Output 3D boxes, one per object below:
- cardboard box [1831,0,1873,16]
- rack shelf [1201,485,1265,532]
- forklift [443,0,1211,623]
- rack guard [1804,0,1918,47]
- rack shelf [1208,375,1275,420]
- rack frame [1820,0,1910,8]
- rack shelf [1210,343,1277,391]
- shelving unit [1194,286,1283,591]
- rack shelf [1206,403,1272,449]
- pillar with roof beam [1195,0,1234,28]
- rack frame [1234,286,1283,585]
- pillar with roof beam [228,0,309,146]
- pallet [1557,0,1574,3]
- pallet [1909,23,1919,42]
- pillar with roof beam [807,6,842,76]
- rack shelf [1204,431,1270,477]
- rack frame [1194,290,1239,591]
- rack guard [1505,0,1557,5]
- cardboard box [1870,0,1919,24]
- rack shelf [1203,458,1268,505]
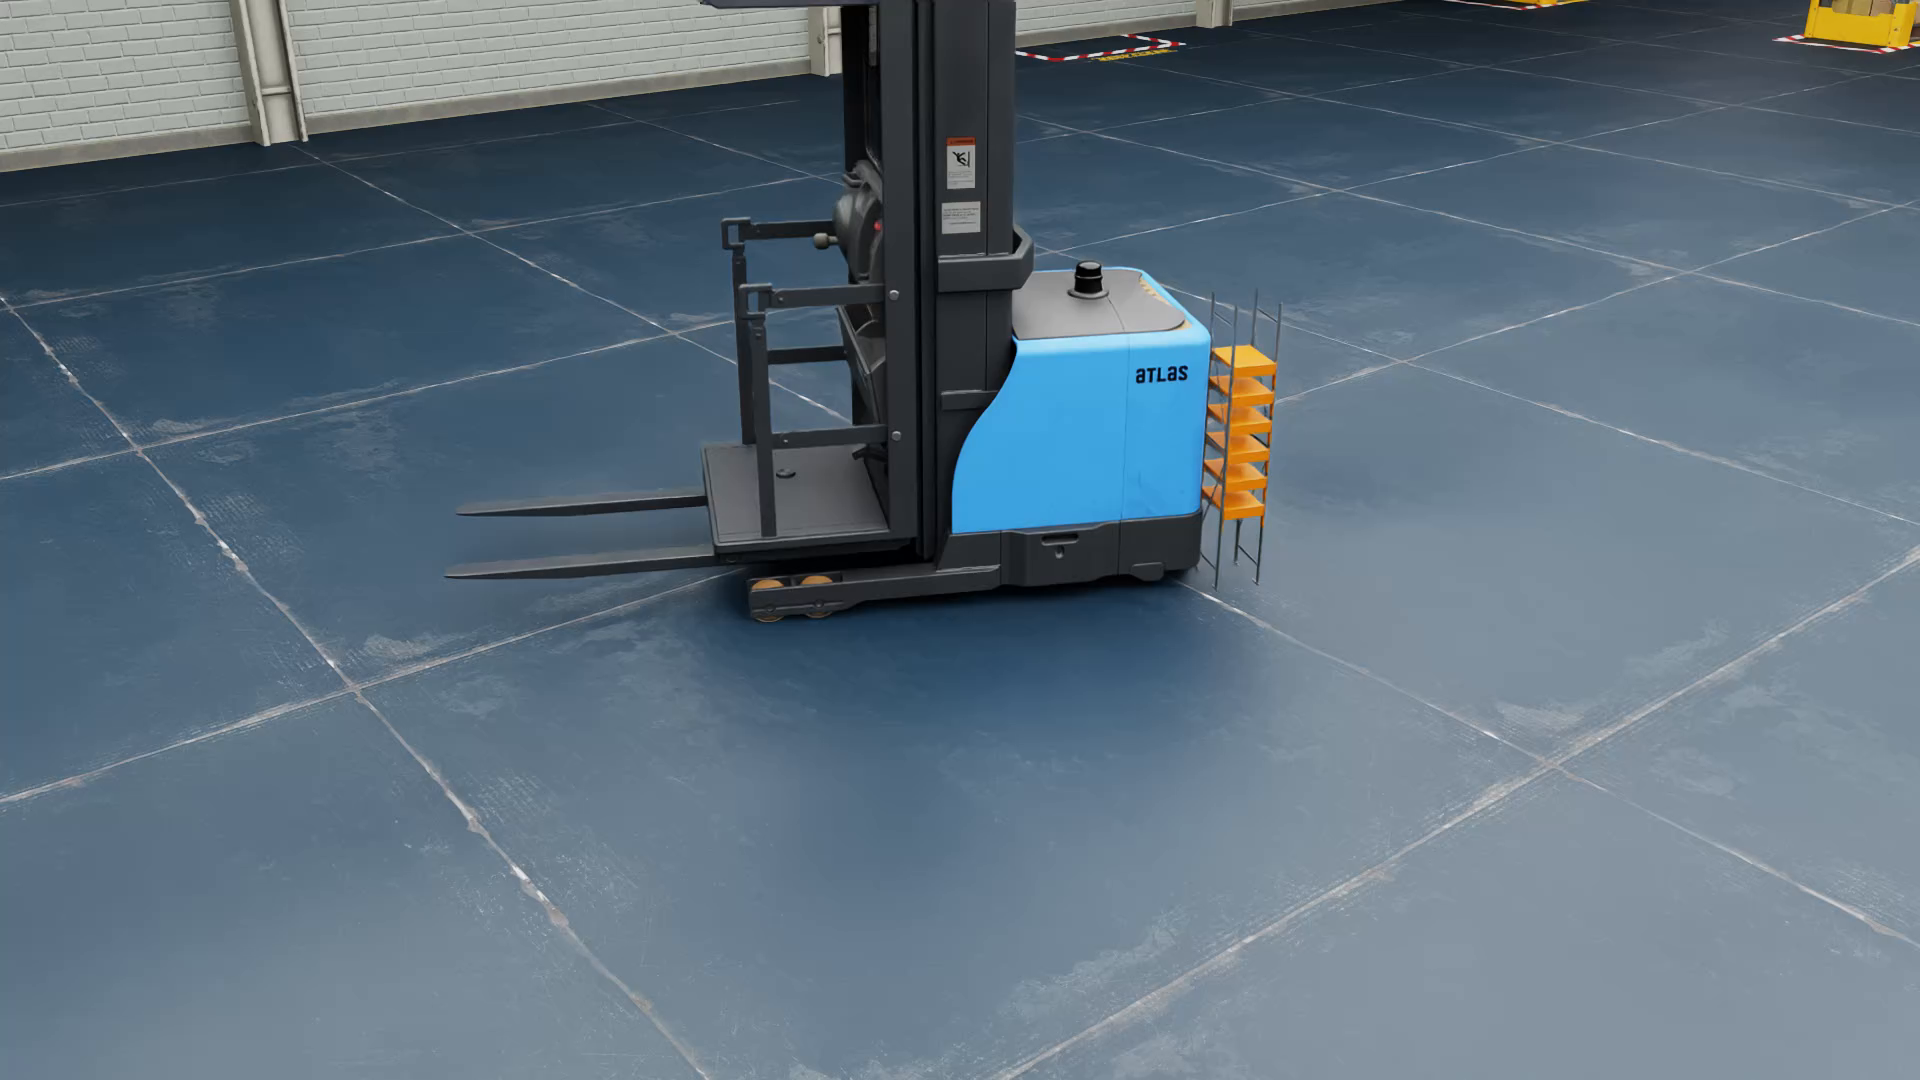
[{"bbox_3d":[11.314,-6.715,20.924,0.500,0.250,0.500,-18,31,-34],"label":"cardboard box"},{"bbox_3d":[1.109,-0.138,6.797,0.180,0.103,0.258,-7,26,-14],"label":"rack shelf"},{"bbox_3d":[-0.573,-1.246,6.454,3.031,2.935,1.130,-5,25,-10],"label":"forklift"},{"bbox_3d":[11.055,-6.395,20.435,0.348,0.500,1.175,-18,31,-34],"label":"rack guard"},{"bbox_3d":[1.109,-0.573,6.595,0.180,0.103,0.258,-7,26,-14],"label":"rack shelf"},{"bbox_3d":[11.074,-7.535,19.922,0.127,3.000,1.000,-18,31,-34],"label":"rack frame"},{"bbox_3d":[1.109,-0.682,6.545,0.180,0.103,0.258,-7,26,-14],"label":"rack shelf"},{"bbox_3d":[1.109,-0.396,6.678,0.189,1.200,0.258,-7,26,-14],"label":"shelving unit"},{"bbox_3d":[1.109,-0.464,6.646,0.180,0.103,0.258,-7,26,-14],"label":"rack shelf"},{"bbox_3d":[5.966,-9.380,16.771,0.400,9.000,9.100,-18,31,-34],"label":"pillar with roof beam"},{"bbox_3d":[1.197,-0.406,6.700,0.006,1.200,0.240,-7,26,-14],"label":"rack frame"},{"bbox_3d":[-3.477,-6.263,10.054,0.400,9.000,9.100,-18,31,-34],"label":"pillar with roof beam"},{"bbox_3d":[8.735,-8.129,24.515,1.213,0.211,1.003,-18,31,-34],"label":"pallet"},{"bbox_3d":[11.650,-6.483,20.967,1.213,0.211,1.003,-18,31,-34],"label":"pallet"},{"bbox_3d":[1.245,-7.821,13.413,0.400,9.000,9.100,-18,31,-34],"label":"pillar with roof beam"},{"bbox_3d":[1.109,-0.356,6.696,0.180,0.103,0.258,-7,26,-14],"label":"rack shelf"},{"bbox_3d":[1.021,-0.386,6.656,0.006,1.200,0.240,-7,26,-14],"label":"rack frame"},{"bbox_3d":[8.074,-8.061,24.025,0.348,0.500,1.175,-18,31,-34],"label":"rack guard"},{"bbox_3d":[11.633,-6.544,20.554,0.500,0.250,0.500,-18,31,-34],"label":"cardboard box"},{"bbox_3d":[1.109,-0.247,6.747,0.180,0.103,0.258,-7,26,-14],"label":"rack shelf"}]
